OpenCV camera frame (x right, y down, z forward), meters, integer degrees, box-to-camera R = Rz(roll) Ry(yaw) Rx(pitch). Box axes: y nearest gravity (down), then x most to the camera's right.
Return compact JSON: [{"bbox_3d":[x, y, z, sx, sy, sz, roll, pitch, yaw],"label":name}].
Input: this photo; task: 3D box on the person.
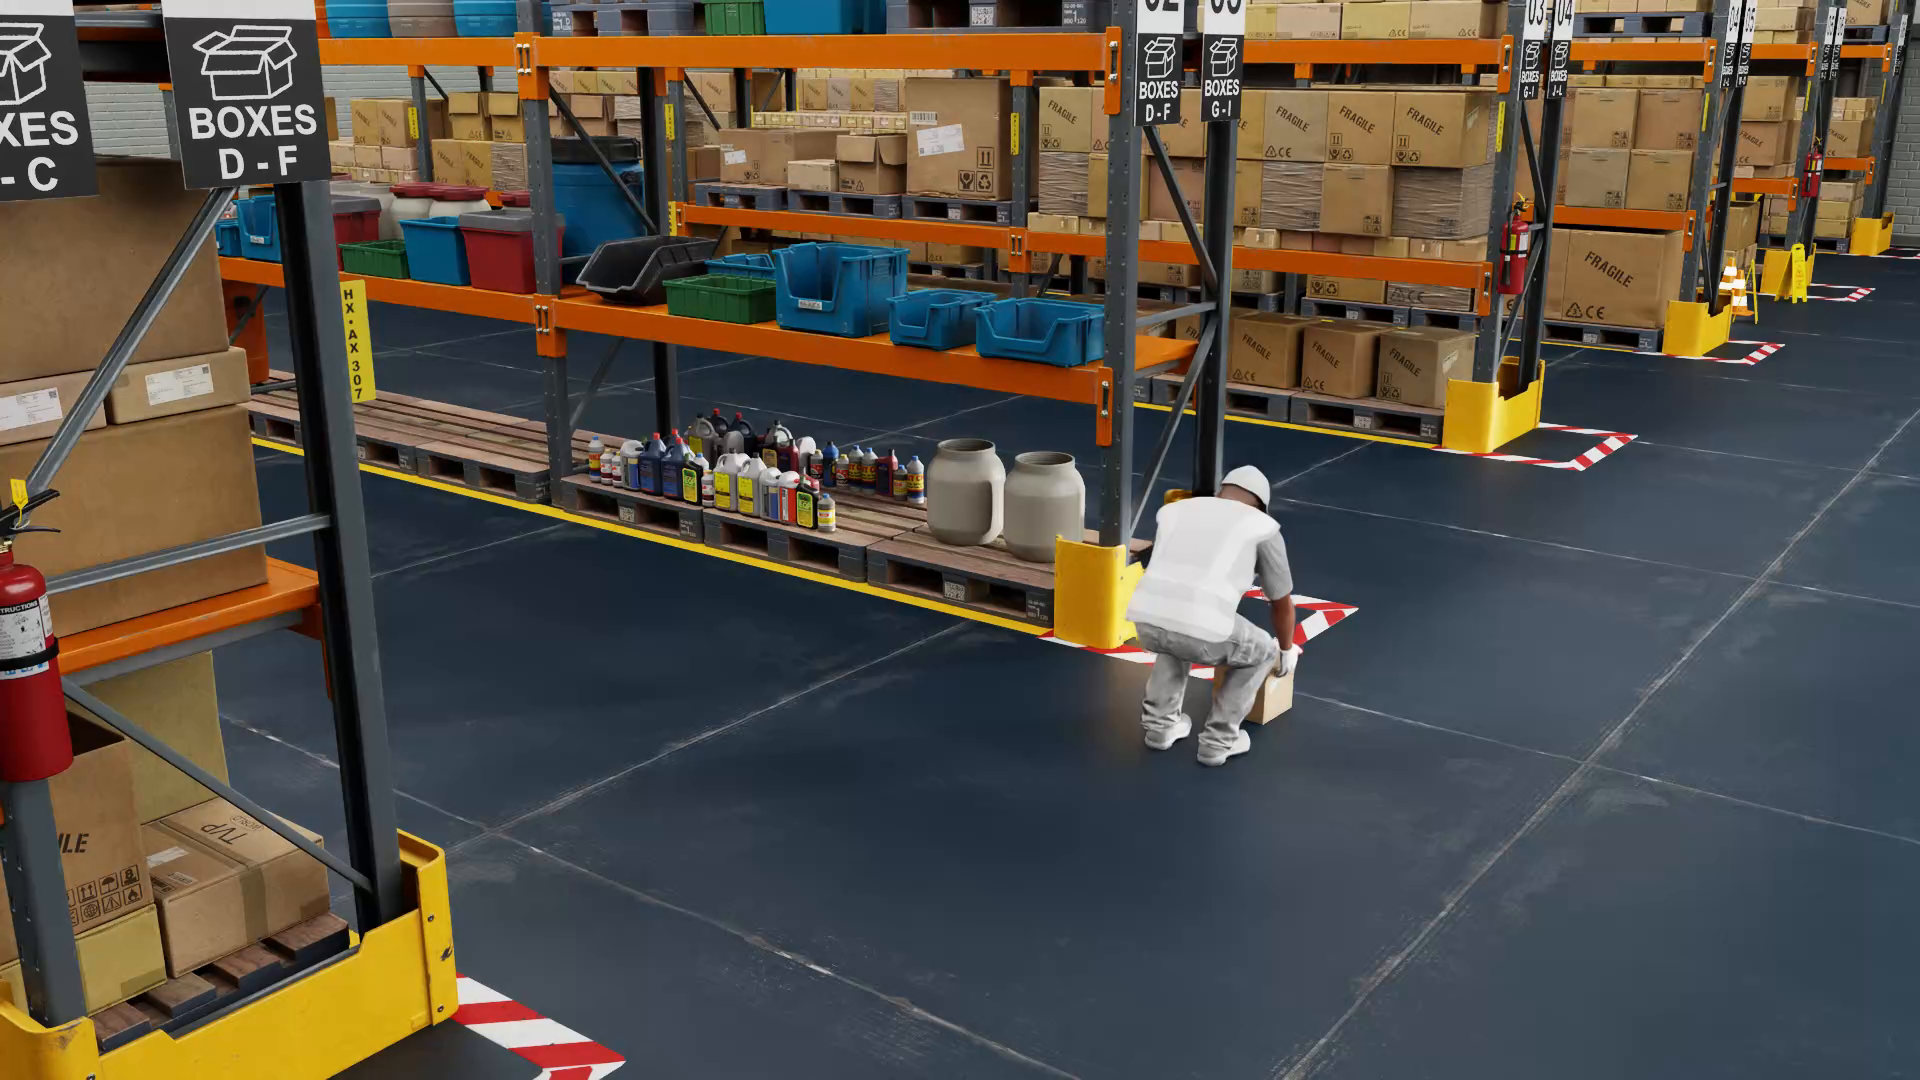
[{"bbox_3d":[0.987,0.295,6.739,0.587,1.087,0.881,13,21,37],"label":"person"}]
